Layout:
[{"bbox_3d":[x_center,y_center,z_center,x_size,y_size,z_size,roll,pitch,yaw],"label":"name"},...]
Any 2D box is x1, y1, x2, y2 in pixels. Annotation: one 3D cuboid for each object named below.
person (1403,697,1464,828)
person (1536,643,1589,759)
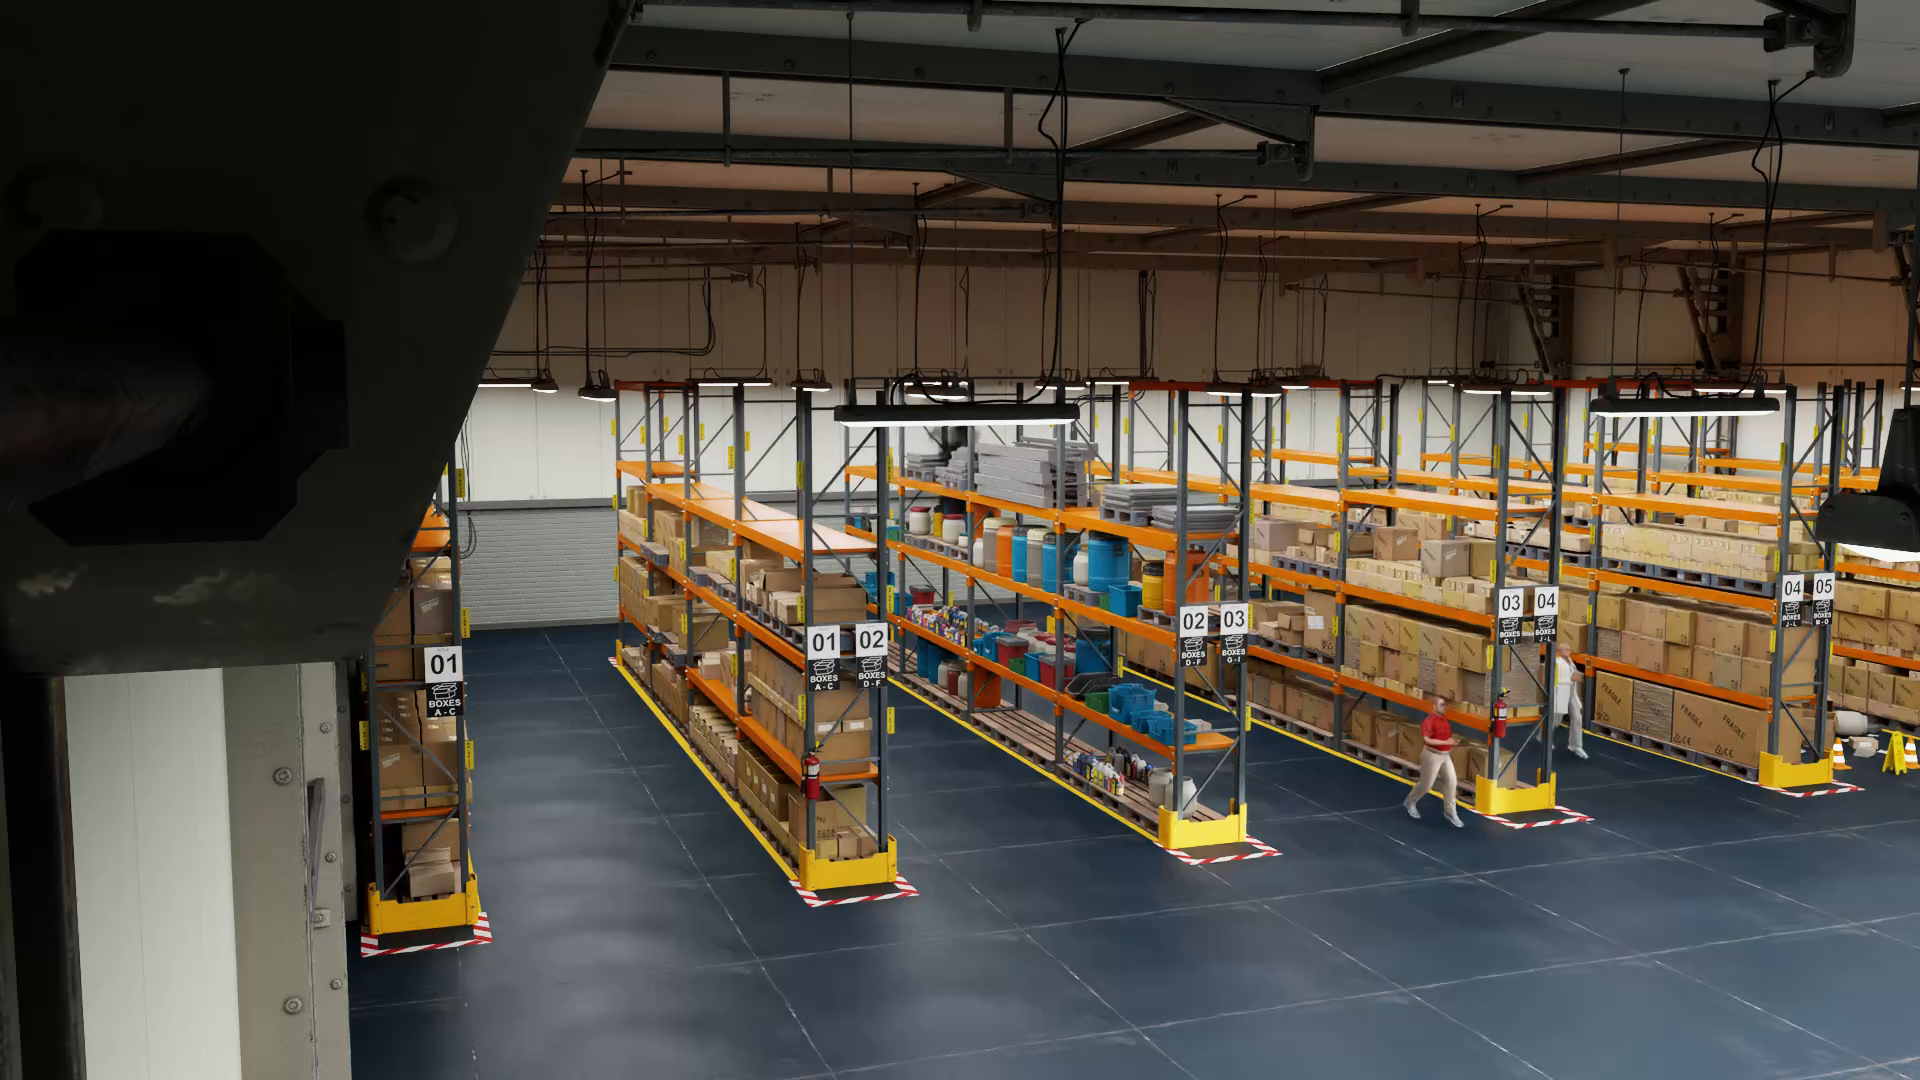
[{"bbox_3d":[6.548,3.041,22.979,0.671,1.776,0.870,-5,8,-40],"label":"person"},{"bbox_3d":[9.782,2.576,26.969,0.690,1.819,0.910,-3,7,-30],"label":"person"}]
